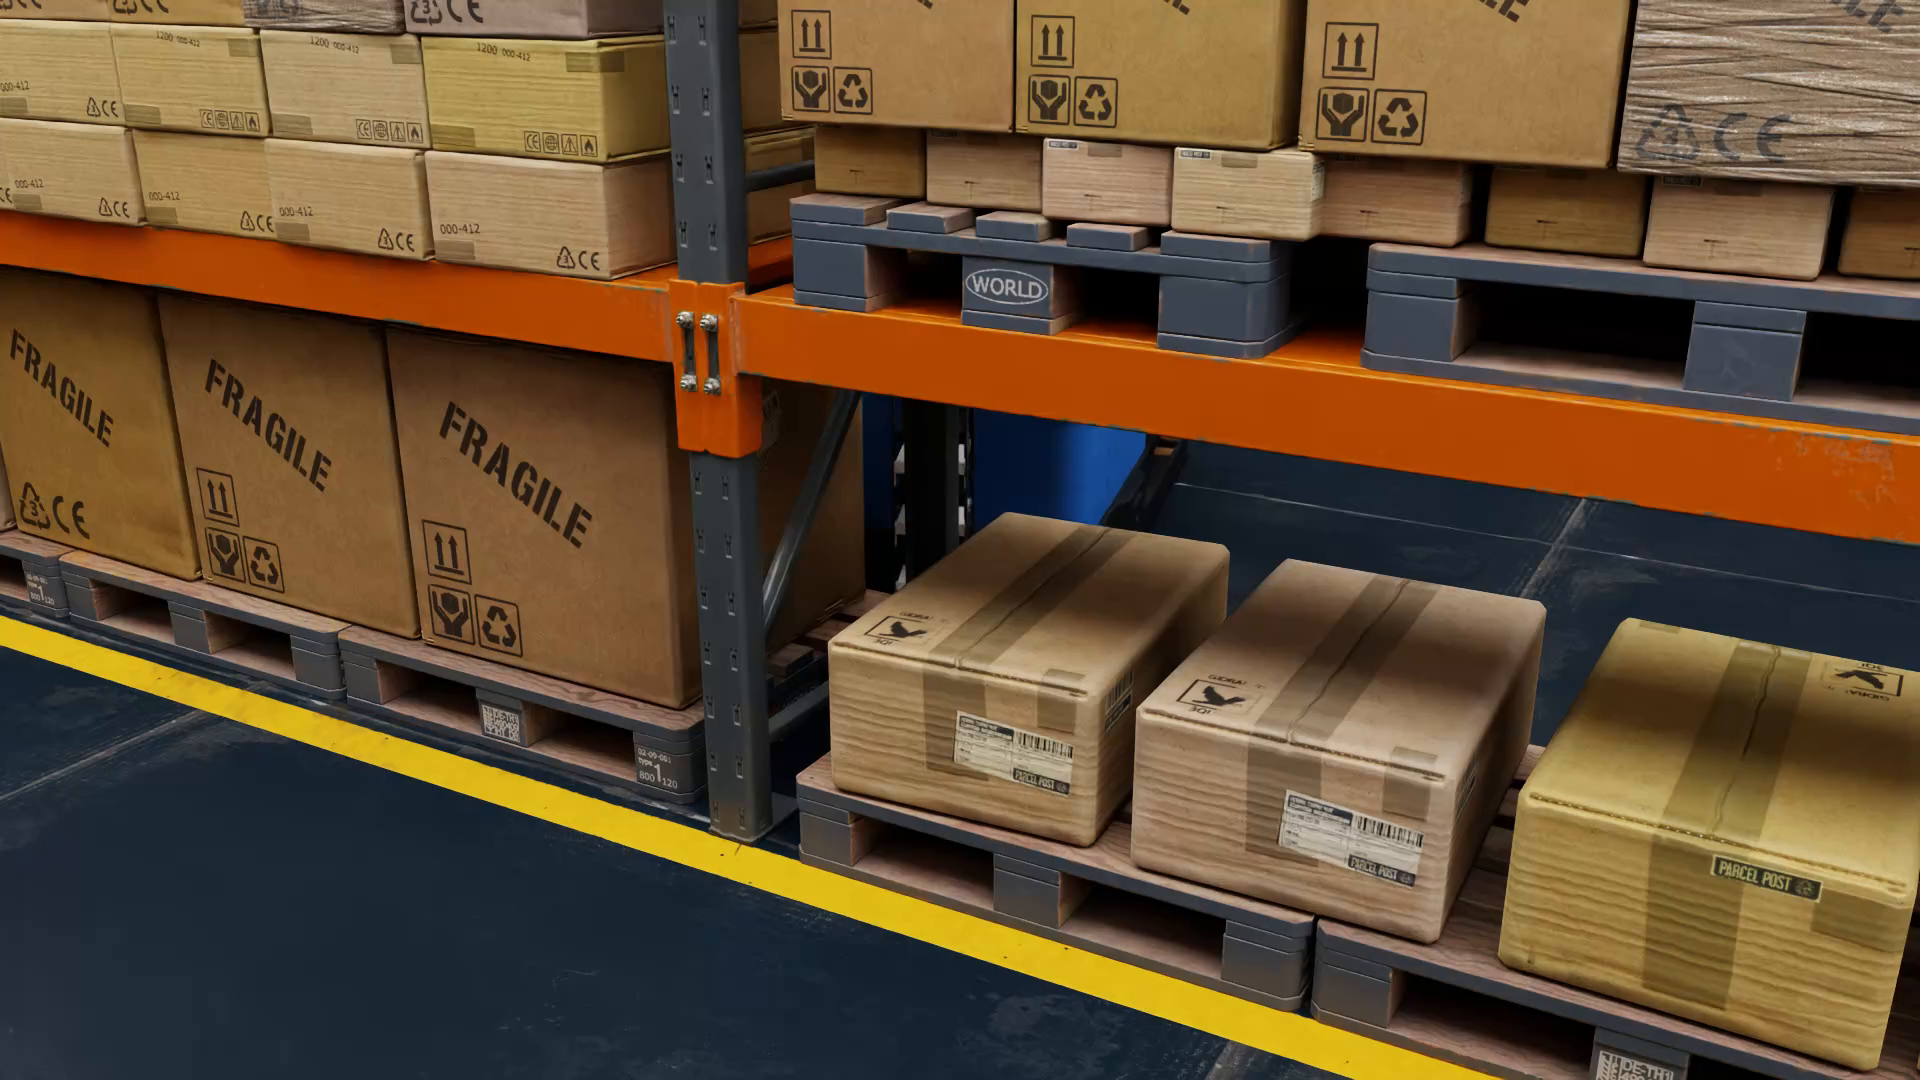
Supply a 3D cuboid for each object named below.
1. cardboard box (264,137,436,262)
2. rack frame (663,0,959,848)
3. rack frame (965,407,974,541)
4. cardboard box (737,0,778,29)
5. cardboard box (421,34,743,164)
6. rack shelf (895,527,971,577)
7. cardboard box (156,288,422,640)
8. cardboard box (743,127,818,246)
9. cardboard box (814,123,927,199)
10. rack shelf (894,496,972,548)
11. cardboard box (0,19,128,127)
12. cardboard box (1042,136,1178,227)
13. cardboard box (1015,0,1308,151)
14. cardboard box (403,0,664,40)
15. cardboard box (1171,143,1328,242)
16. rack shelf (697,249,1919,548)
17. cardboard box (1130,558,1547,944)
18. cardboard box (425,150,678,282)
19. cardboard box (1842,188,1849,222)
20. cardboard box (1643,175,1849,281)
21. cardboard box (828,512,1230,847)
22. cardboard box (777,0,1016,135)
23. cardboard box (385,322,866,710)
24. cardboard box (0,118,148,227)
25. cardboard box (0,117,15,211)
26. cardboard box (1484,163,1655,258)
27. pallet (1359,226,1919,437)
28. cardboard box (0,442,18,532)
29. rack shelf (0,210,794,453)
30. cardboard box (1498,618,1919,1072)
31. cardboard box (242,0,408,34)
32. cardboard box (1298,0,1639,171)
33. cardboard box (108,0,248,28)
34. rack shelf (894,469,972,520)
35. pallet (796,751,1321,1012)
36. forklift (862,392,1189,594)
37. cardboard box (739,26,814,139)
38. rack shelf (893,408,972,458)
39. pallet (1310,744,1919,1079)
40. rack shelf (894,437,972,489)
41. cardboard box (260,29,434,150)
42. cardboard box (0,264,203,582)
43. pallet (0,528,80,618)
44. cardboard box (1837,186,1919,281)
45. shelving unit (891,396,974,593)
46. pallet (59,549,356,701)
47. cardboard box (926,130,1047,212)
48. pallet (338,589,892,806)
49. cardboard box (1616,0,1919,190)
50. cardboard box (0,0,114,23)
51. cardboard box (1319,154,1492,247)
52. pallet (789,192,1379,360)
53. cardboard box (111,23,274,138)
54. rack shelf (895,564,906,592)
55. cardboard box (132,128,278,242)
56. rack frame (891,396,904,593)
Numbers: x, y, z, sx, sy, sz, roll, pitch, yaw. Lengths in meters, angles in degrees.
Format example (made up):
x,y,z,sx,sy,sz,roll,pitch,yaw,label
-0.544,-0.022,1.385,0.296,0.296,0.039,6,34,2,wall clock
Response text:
x,y,z,sx,sy,sz,roll,pitch,yaw,label
-1.318,-0.867,4.077,0.500,0.250,0.500,11,23,28,cardboard box
-0.296,-0.851,3.811,0.127,3.000,1.000,11,23,27,rack frame
0.028,-0.082,4.771,0.006,0.900,0.240,2,20,5,rack frame
-0.608,-1.523,4.051,0.500,0.500,0.500,10,22,26,cardboard box
-0.843,-1.020,3.765,0.500,0.250,0.500,11,23,27,cardboard box
-0.073,0.031,4.821,0.200,0.077,0.258,2,20,5,rack shelf
-1.636,-0.338,4.899,0.875,0.875,0.875,11,23,28,cardboard box
-0.601,-0.936,4.268,0.500,0.250,0.500,10,22,26,cardboard box
-0.103,-0.821,3.481,0.250,0.149,0.380,9,22,24,cardboard box
-0.073,-0.054,4.791,0.200,0.077,0.258,2,20,5,rack shelf
-2.203,-1.270,4.453,0.500,0.250,0.500,10,22,26,cardboard box
0.343,-0.704,3.161,0.250,0.149,0.380,9,22,24,cardboard box
0.442,-1.007,3.043,0.500,0.500,0.500,12,23,30,cardboard box
-0.875,-1.376,3.646,0.500,0.500,0.500,10,22,26,cardboard box
0.574,-0.652,3.017,0.250,0.149,0.380,11,23,28,cardboard box
1.450,-0.180,3.017,4.000,0.370,1.077,11,23,27,rack shelf
0.840,0.404,3.589,0.625,0.372,0.950,10,22,26,cardboard box
-0.865,-0.787,3.856,0.500,0.250,0.500,10,22,25,cardboard box
1.743,-0.676,3.082,0.250,0.149,0.380,12,23,29,cardboard box
1.284,-0.537,2.700,0.250,0.149,0.380,12,23,29,cardboard box
0.192,0.284,3.921,0.625,0.372,0.950,9,22,24,cardboard box
-0.016,-1.091,3.276,0.500,0.500,0.500,10,22,26,cardboard box
-0.859,-0.189,4.487,0.875,0.875,0.875,11,22,27,cardboard box
-2.209,-1.032,4.532,0.500,0.250,0.500,10,22,26,cardboard box
-2.641,-1.118,4.768,0.500,0.250,0.500,11,22,27,cardboard box
1.088,-0.600,2.874,0.250,0.149,0.380,12,23,29,cardboard box
1.452,-0.443,2.970,1.213,0.211,1.003,11,23,27,pallet
-3.208,-0.635,5.717,0.875,0.875,0.875,12,23,29,cardboard box
-2.042,-0.845,4.851,4.000,0.370,1.077,11,23,27,rack shelf
1.499,0.532,3.237,0.625,0.372,0.950,12,23,29,cardboard box
-1.327,-1.459,3.875,0.500,0.500,0.500,11,23,28,cardboard box
0.909,-0.920,2.805,0.500,0.500,0.500,11,23,28,cardboard box
-1.758,-1.543,4.108,0.500,0.500,0.500,11,23,27,cardboard box
-0.073,-0.138,4.760,0.200,0.077,0.258,2,20,5,rack shelf
0.385,0.591,3.927,1.213,0.211,1.003,11,23,27,pallet
0.282,-1.600,5.979,1.130,2.935,3.031,6,21,15,forklift
-0.618,-1.173,4.187,0.500,0.250,0.500,11,22,27,cardboard box
-0.073,-0.307,4.698,0.200,0.077,0.258,2,20,5,rack shelf
1.446,0.794,3.367,1.213,0.211,1.003,11,23,27,pallet
-0.073,-0.223,4.729,0.200,0.077,0.258,2,20,5,rack shelf
-1.293,-1.104,3.997,0.500,0.250,0.500,10,22,26,cardboard box
-2.416,-0.487,5.310,0.875,0.875,0.875,12,23,29,cardboard box
-3.078,-0.099,5.829,1.213,0.211,1.003,11,23,27,pallet
1.548,-0.517,2.643,0.250,0.149,0.380,10,22,25,cardboard box
-0.073,-0.085,4.779,0.210,0.900,0.258,2,20,5,shelving unit
-2.009,0.103,5.270,1.213,0.211,1.003,11,23,27,pallet
0.127,-0.764,3.324,0.250,0.149,0.380,9,22,24,cardboard box
-0.948,0.307,4.710,1.213,0.211,1.003,11,23,27,pallet
1.342,-0.835,2.569,0.500,0.500,0.500,10,22,25,cardboard box
-2.196,-1.630,4.346,0.500,0.500,0.500,10,22,26,cardboard box
0.822,-0.636,2.971,0.250,0.149,0.380,12,23,30,cardboard box
0.378,-0.674,3.605,1.003,0.211,1.213,11,23,27,pallet
-1.750,-1.183,4.215,0.500,0.250,0.500,10,22,26,cardboard box
-0.073,0.116,4.852,0.200,0.077,0.258,2,20,5,rack shelf
-1.750,-0.956,4.321,0.500,0.250,0.500,11,22,27,cardboard box
-0.175,-0.088,4.788,0.006,0.900,0.240,2,20,5,rack frame
